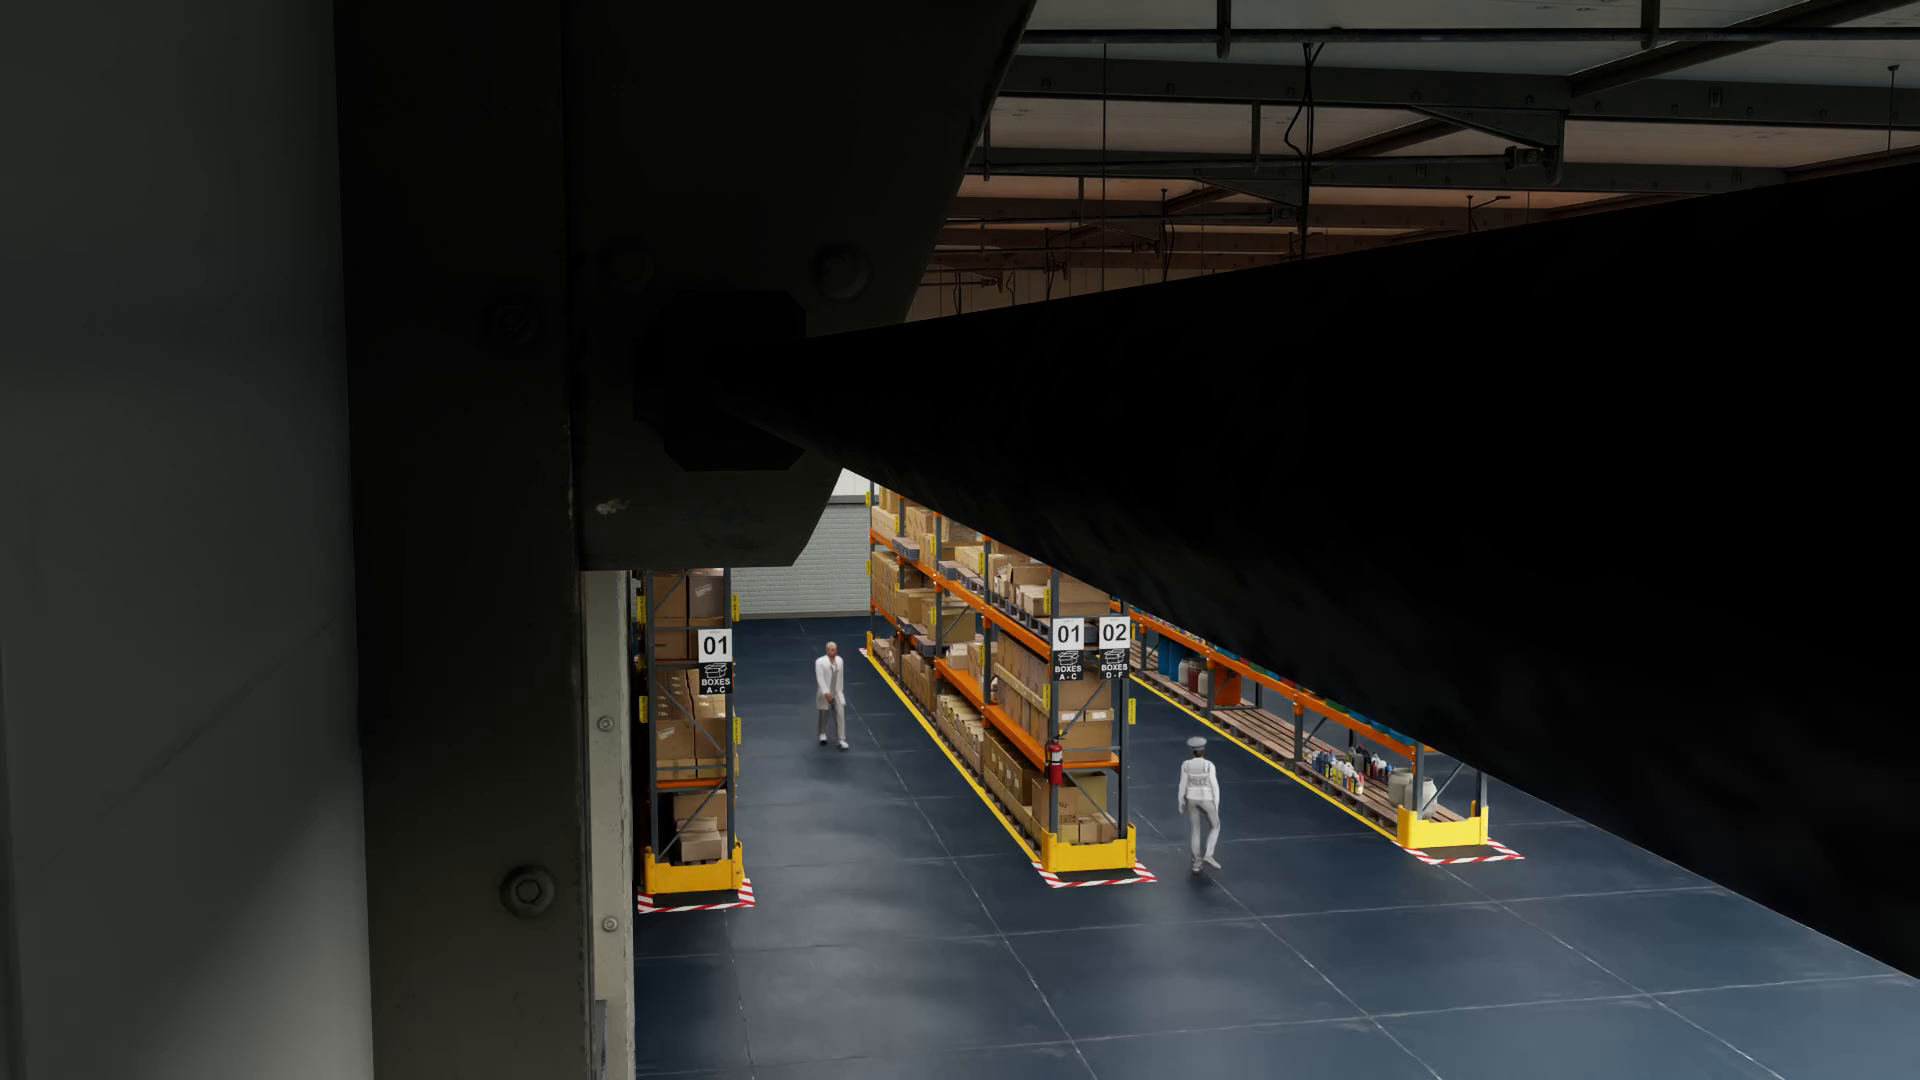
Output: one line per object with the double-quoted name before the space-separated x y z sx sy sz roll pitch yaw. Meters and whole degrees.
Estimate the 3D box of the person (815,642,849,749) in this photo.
"person" -2.132 2.560 27.741 0.564 1.724 1.064 -3 7 -27

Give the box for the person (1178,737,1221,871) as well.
"person" 3.012 3.315 20.908 0.589 1.657 0.436 3 7 25
